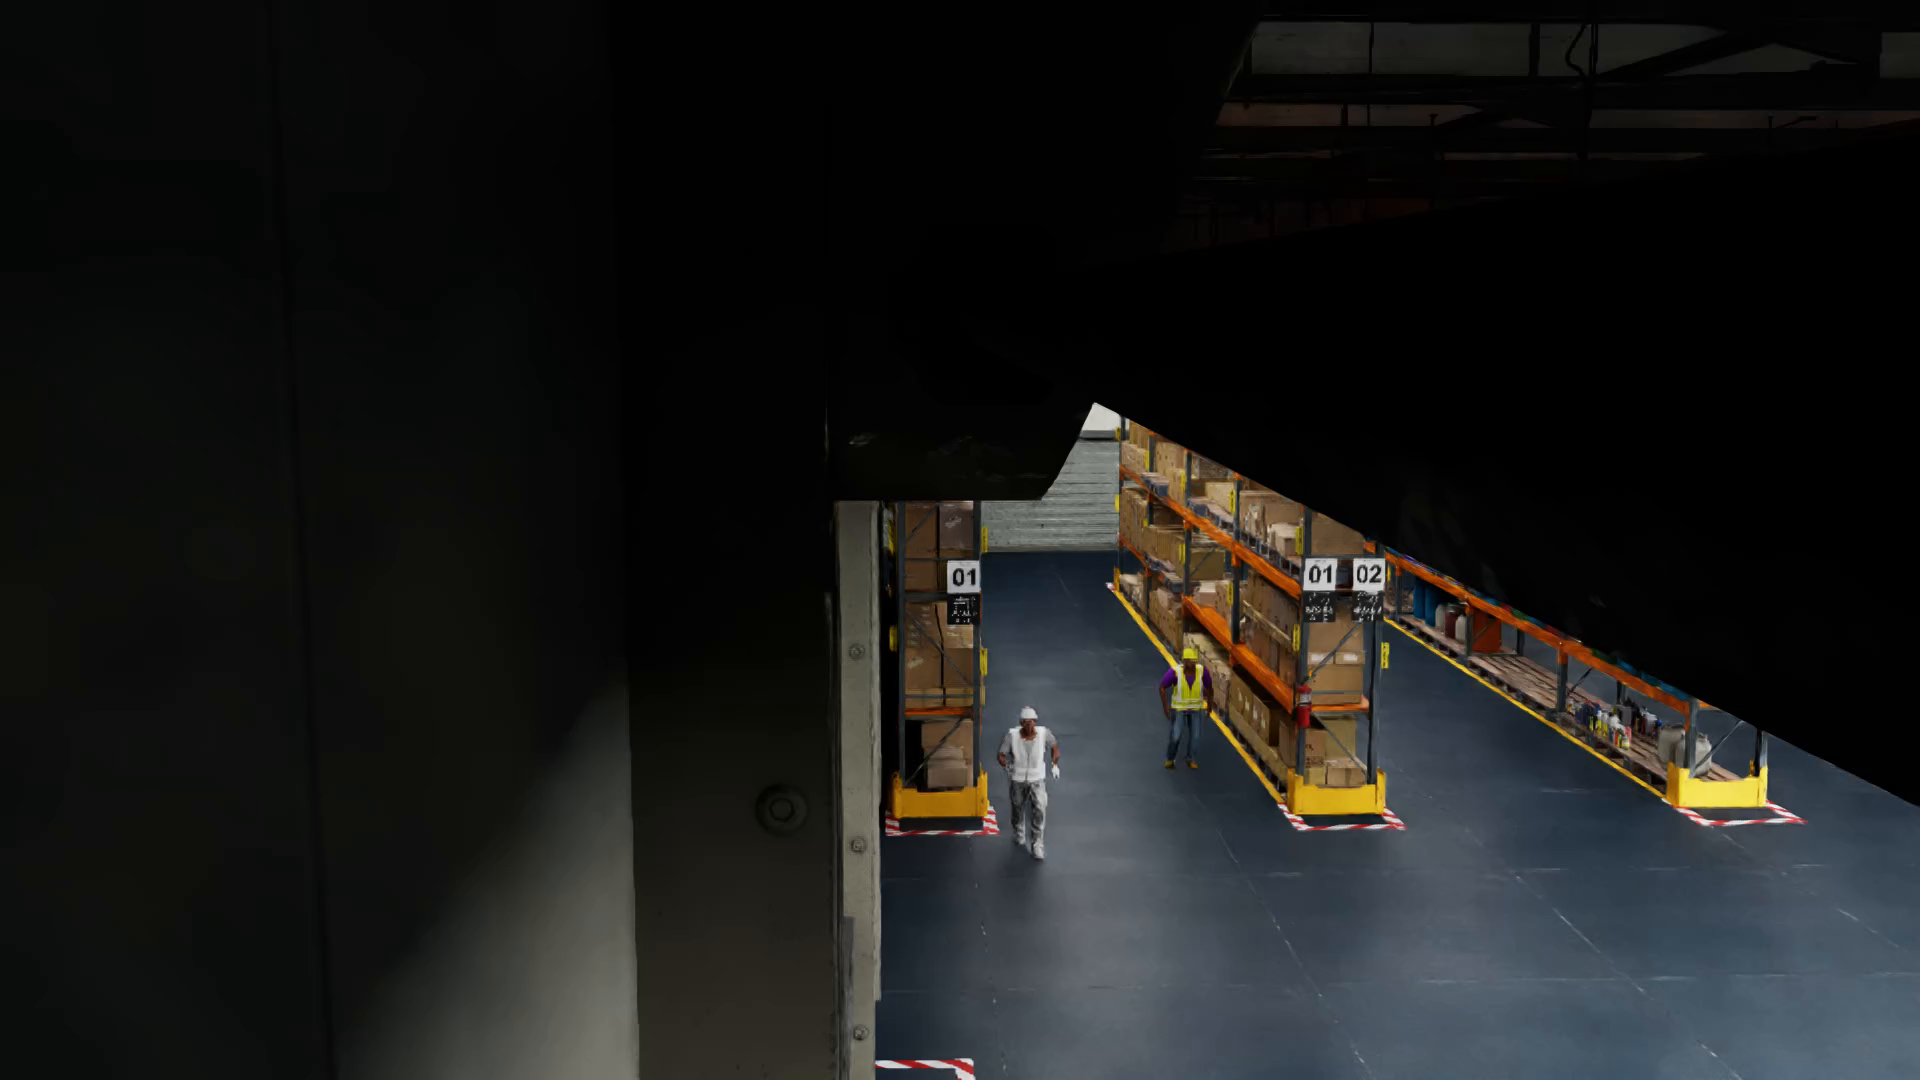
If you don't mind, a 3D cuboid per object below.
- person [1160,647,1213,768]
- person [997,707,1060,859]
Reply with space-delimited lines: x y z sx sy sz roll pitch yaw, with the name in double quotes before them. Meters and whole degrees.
"person" 3.057 2.272 22.455 0.719 1.714 0.578 -1 8 -4
"person" 0.788 2.737 19.141 0.721 1.715 0.843 0 8 3
